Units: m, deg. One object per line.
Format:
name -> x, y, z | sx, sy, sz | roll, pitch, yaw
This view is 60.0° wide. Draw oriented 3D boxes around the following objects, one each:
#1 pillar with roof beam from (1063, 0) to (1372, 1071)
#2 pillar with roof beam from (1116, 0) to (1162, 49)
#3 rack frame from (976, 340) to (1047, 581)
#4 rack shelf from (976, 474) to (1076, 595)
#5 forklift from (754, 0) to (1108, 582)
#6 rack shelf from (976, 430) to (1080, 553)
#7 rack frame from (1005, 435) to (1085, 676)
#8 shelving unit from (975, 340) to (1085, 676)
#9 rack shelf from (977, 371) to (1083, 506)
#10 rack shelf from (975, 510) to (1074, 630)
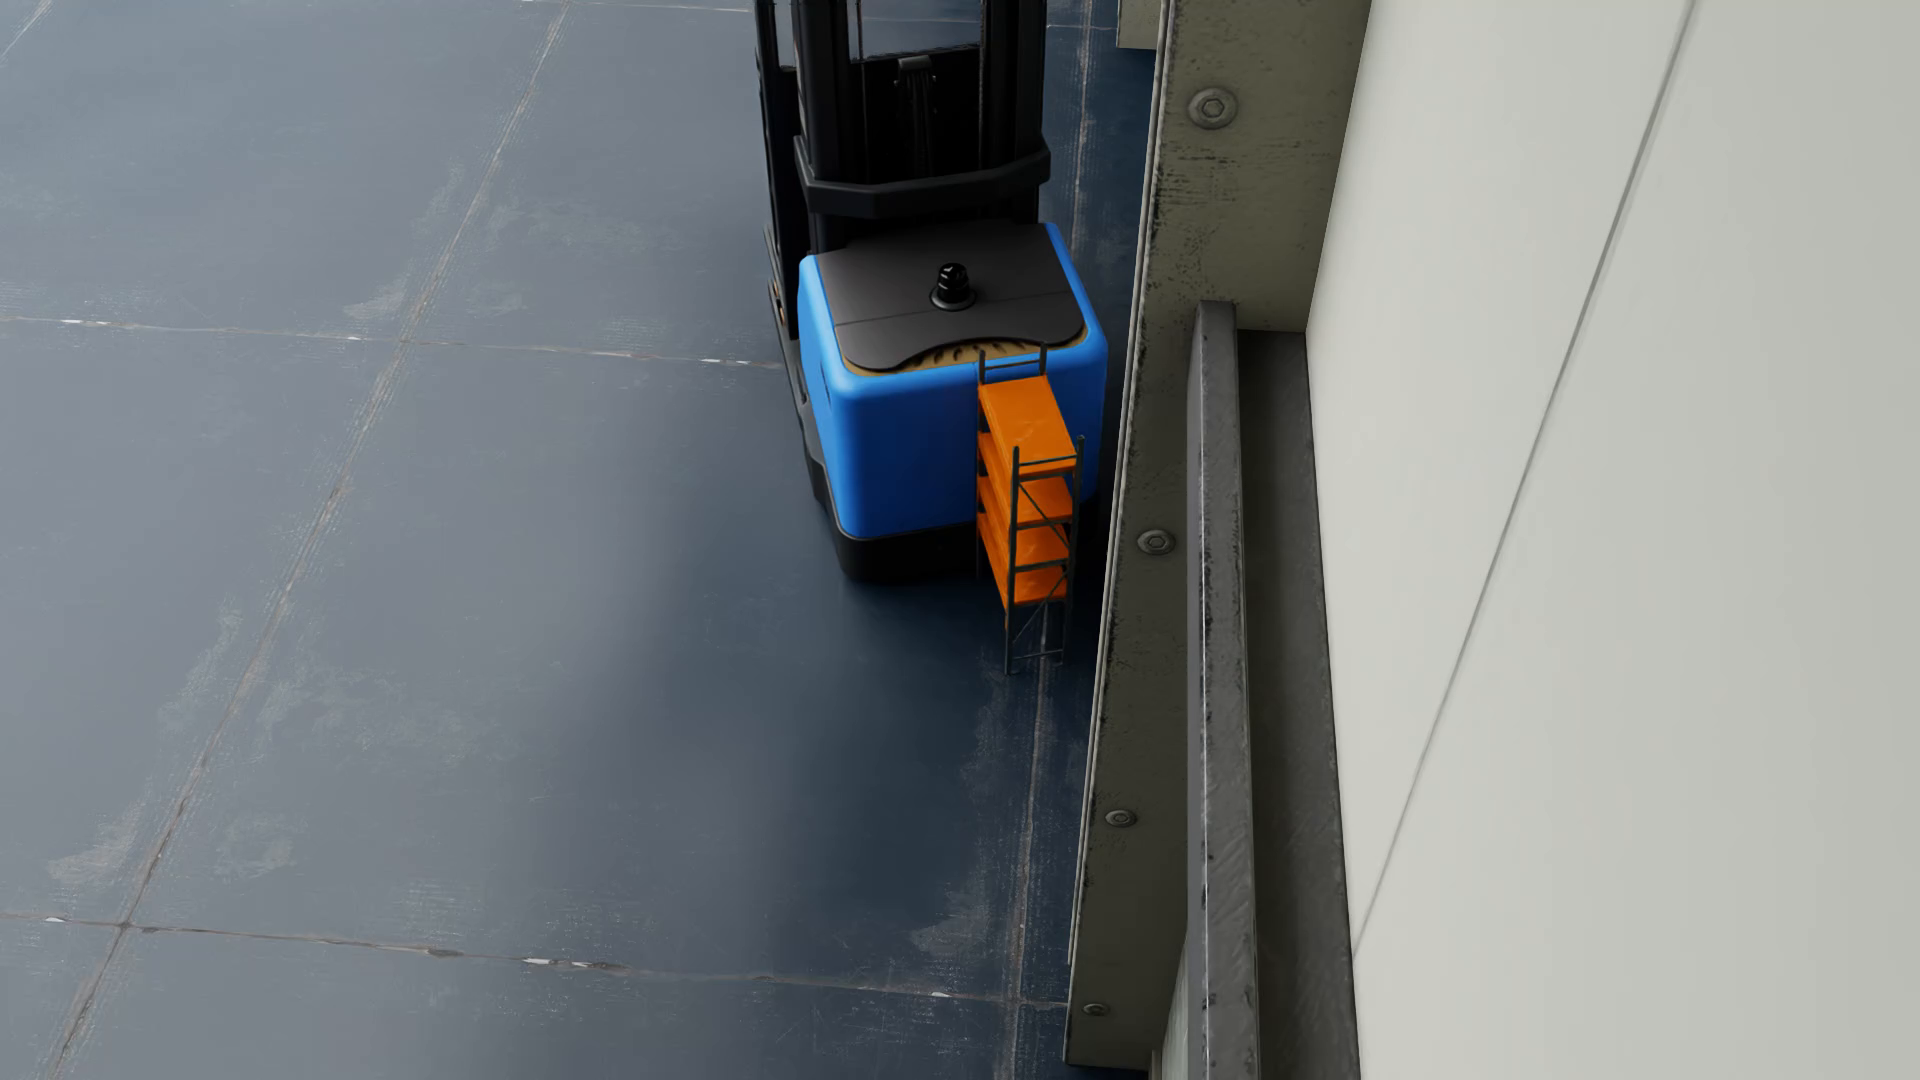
pillar with roof beam -> -3.790, -1.807, 2.330 | 9.100, 9.000, 0.400 | 4, 48, 4
pillar with roof beam -> -3.243, -6.216, 6.363 | 9.100, 9.000, 0.400 | 4, 48, 4
rack frame -> 0.183, -0.266, 6.206 | 0.240, 1.200, 0.015 | -9, 48, -9
rack shelf -> 0.237, -0.045, 6.095 | 0.258, 0.148, 0.480 | -9, 48, -9
forklift -> -0.270, -1.937, 6.561 | 1.130, 2.935, 3.031 | -9, 48, -9
rack shelf -> 0.237, -0.196, 5.930 | 0.258, 0.148, 0.480 | -9, 48, -9
rack frame -> 0.290, 0.086, 5.885 | 0.240, 1.200, 0.015 | -9, 48, -9
shelving unit -> 0.237, -0.090, 6.045 | 0.258, 1.200, 0.503 | -9, 48, -9
rack shelf -> 0.237, -0.355, 5.755 | 0.258, 0.148, 0.480 | -9, 48, -9
rack shelf -> 0.237, 0.089, 6.241 | 0.258, 0.148, 0.480 | -9, 48, -9
